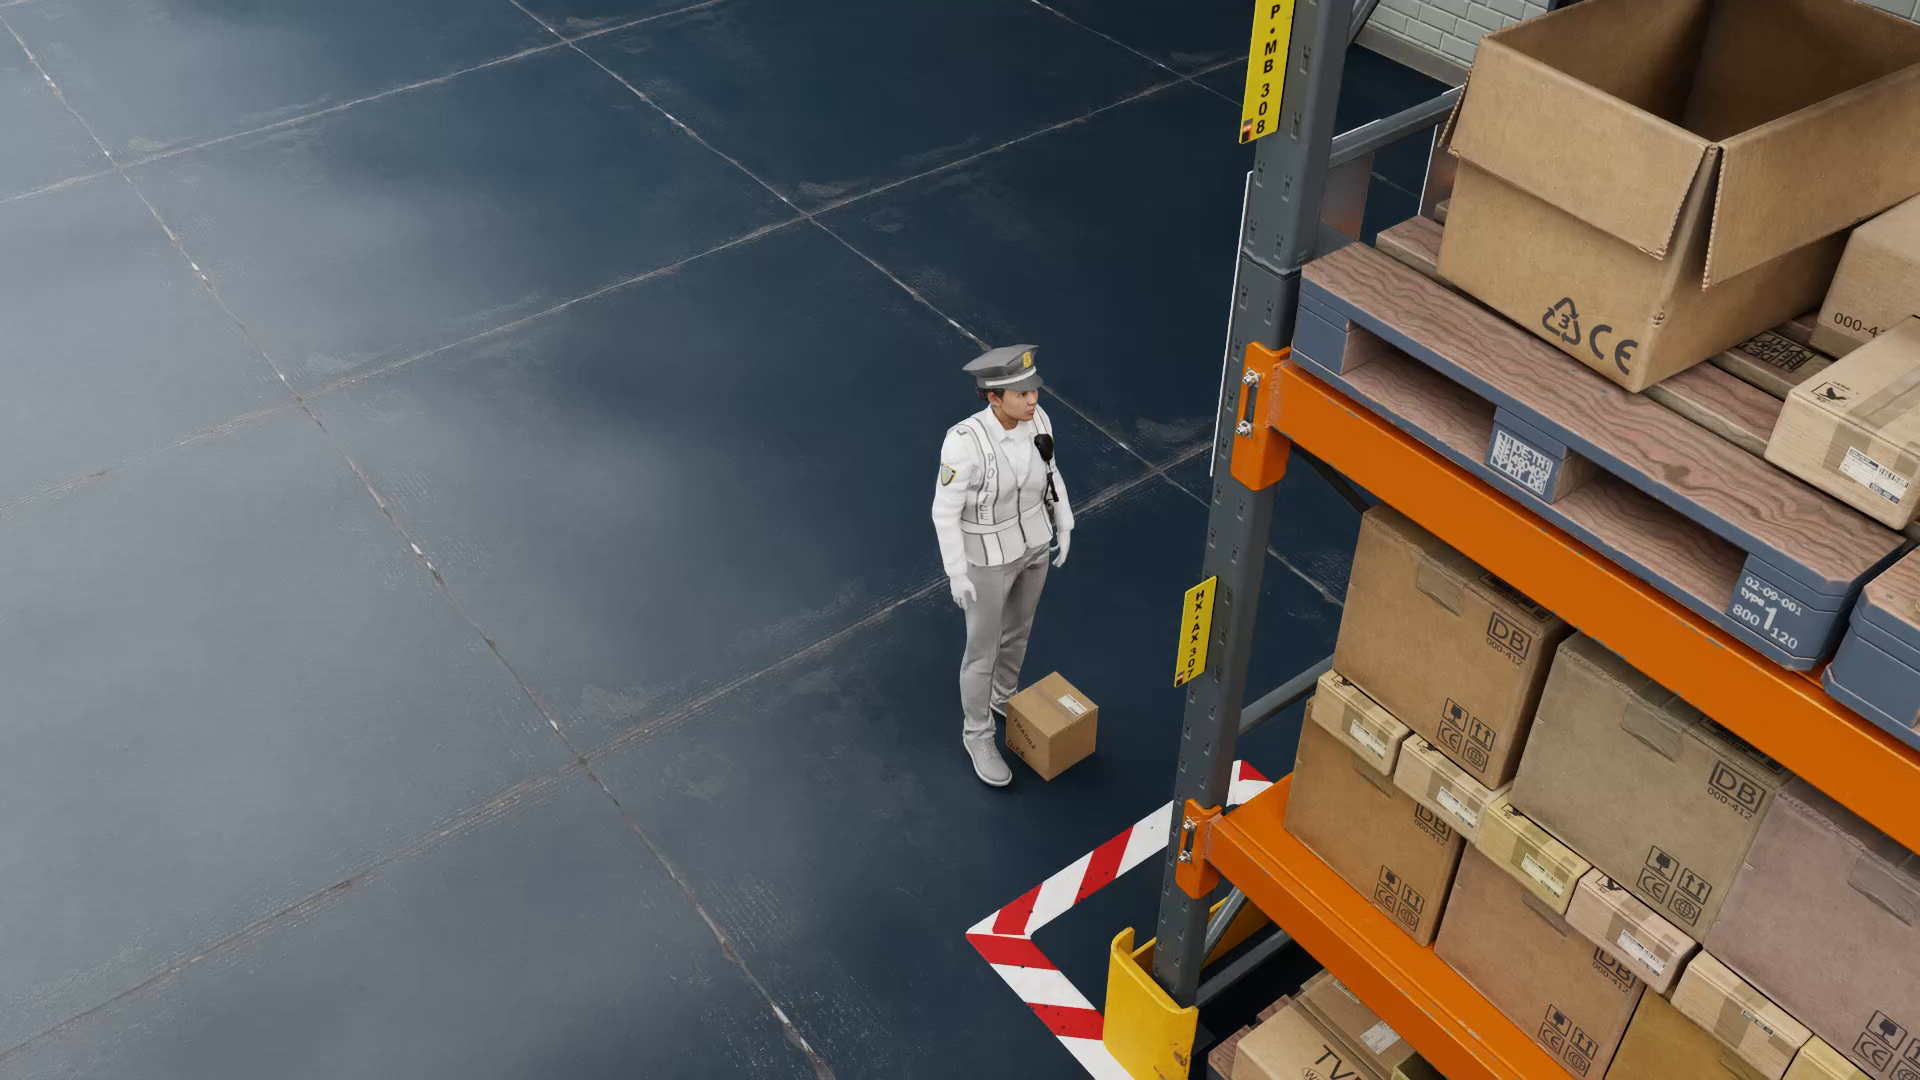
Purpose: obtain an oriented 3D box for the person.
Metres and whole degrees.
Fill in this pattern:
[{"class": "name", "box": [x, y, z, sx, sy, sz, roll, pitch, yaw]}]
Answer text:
[{"class": "person", "box": [0.203, 0.066, 6.040, 0.587, 1.695, 0.532, -26, 47, -27]}]
